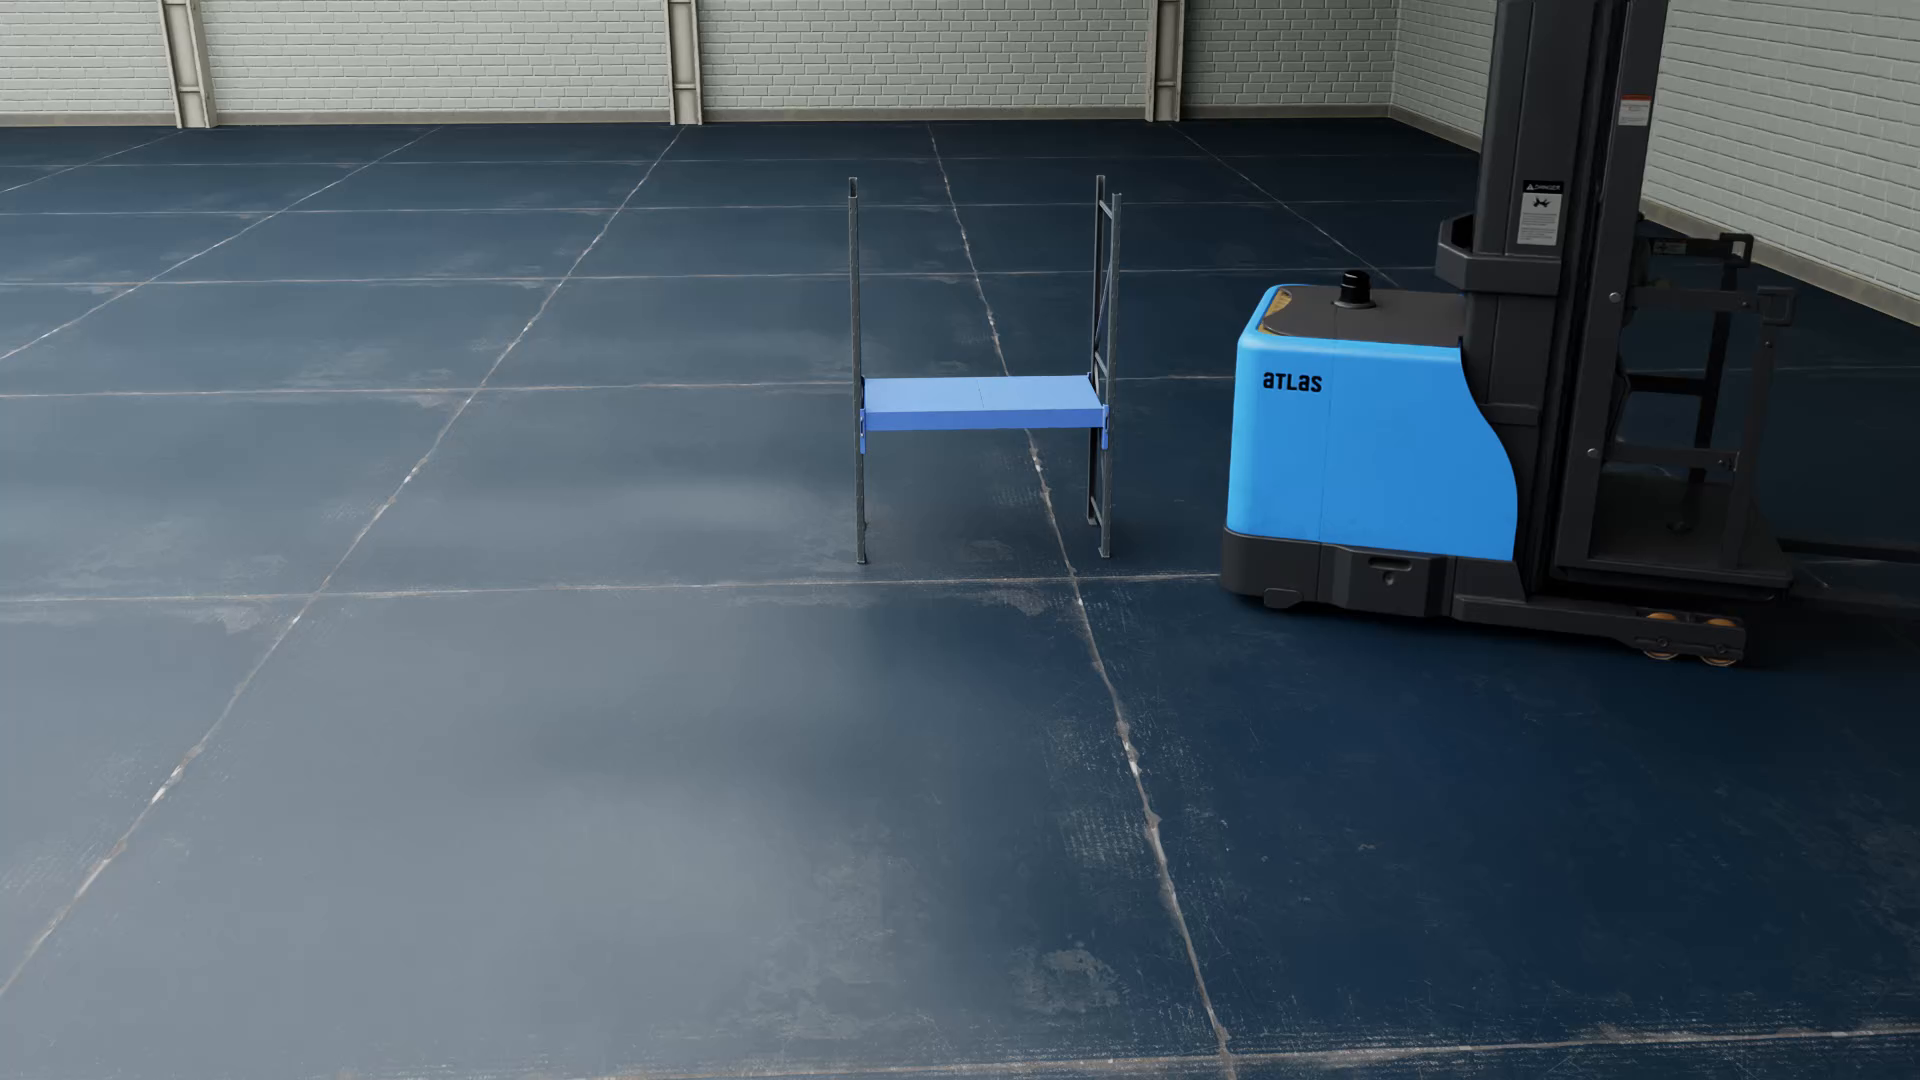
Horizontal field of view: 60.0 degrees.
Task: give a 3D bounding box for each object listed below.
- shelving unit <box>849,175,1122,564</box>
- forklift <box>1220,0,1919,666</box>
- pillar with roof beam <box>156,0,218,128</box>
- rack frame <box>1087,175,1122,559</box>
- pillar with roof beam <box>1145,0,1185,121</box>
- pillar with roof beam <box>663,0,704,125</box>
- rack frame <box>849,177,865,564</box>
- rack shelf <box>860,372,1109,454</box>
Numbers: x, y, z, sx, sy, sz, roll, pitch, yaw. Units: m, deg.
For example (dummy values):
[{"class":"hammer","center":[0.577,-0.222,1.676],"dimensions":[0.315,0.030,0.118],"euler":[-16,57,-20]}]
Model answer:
[{"class":"shelving unit","center":[0.085,-0.703,6.859],"dimensions":[1.048,1.500,0.538],"euler":[-1,21,-3]},{"class":"forklift","center":[2.586,-1.130,5.969],"dimensions":[3.031,2.935,1.130],"euler":[6,22,15]},{"class":"pillar with roof beam","center":[-9.159,-7.781,14.911],"dimensions":[0.400,9.000,9.100],"euler":[-1,21,-3]},{"class":"rack frame","center":[0.593,-0.713,6.886],"dimensions":[0.032,1.500,0.500],"euler":[-1,21,-3]},{"class":"pillar with roof beam","center":[2.821,-8.025,15.552],"dimensions":[0.400,9.000,9.100],"euler":[-1,21,-3]},{"class":"pillar with roof beam","center":[-3.169,-7.903,15.231],"dimensions":[0.400,9.000,9.100],"euler":[-1,21,-3]},{"class":"rack frame","center":[-0.422,-0.692,6.832],"dimensions":[0.032,1.500,0.500],"euler":[-1,21,-3]},{"class":"rack shelf","center":[0.085,-0.535,6.923],"dimensions":[1.000,0.185,0.538],"euler":[-1,21,-3]}]
